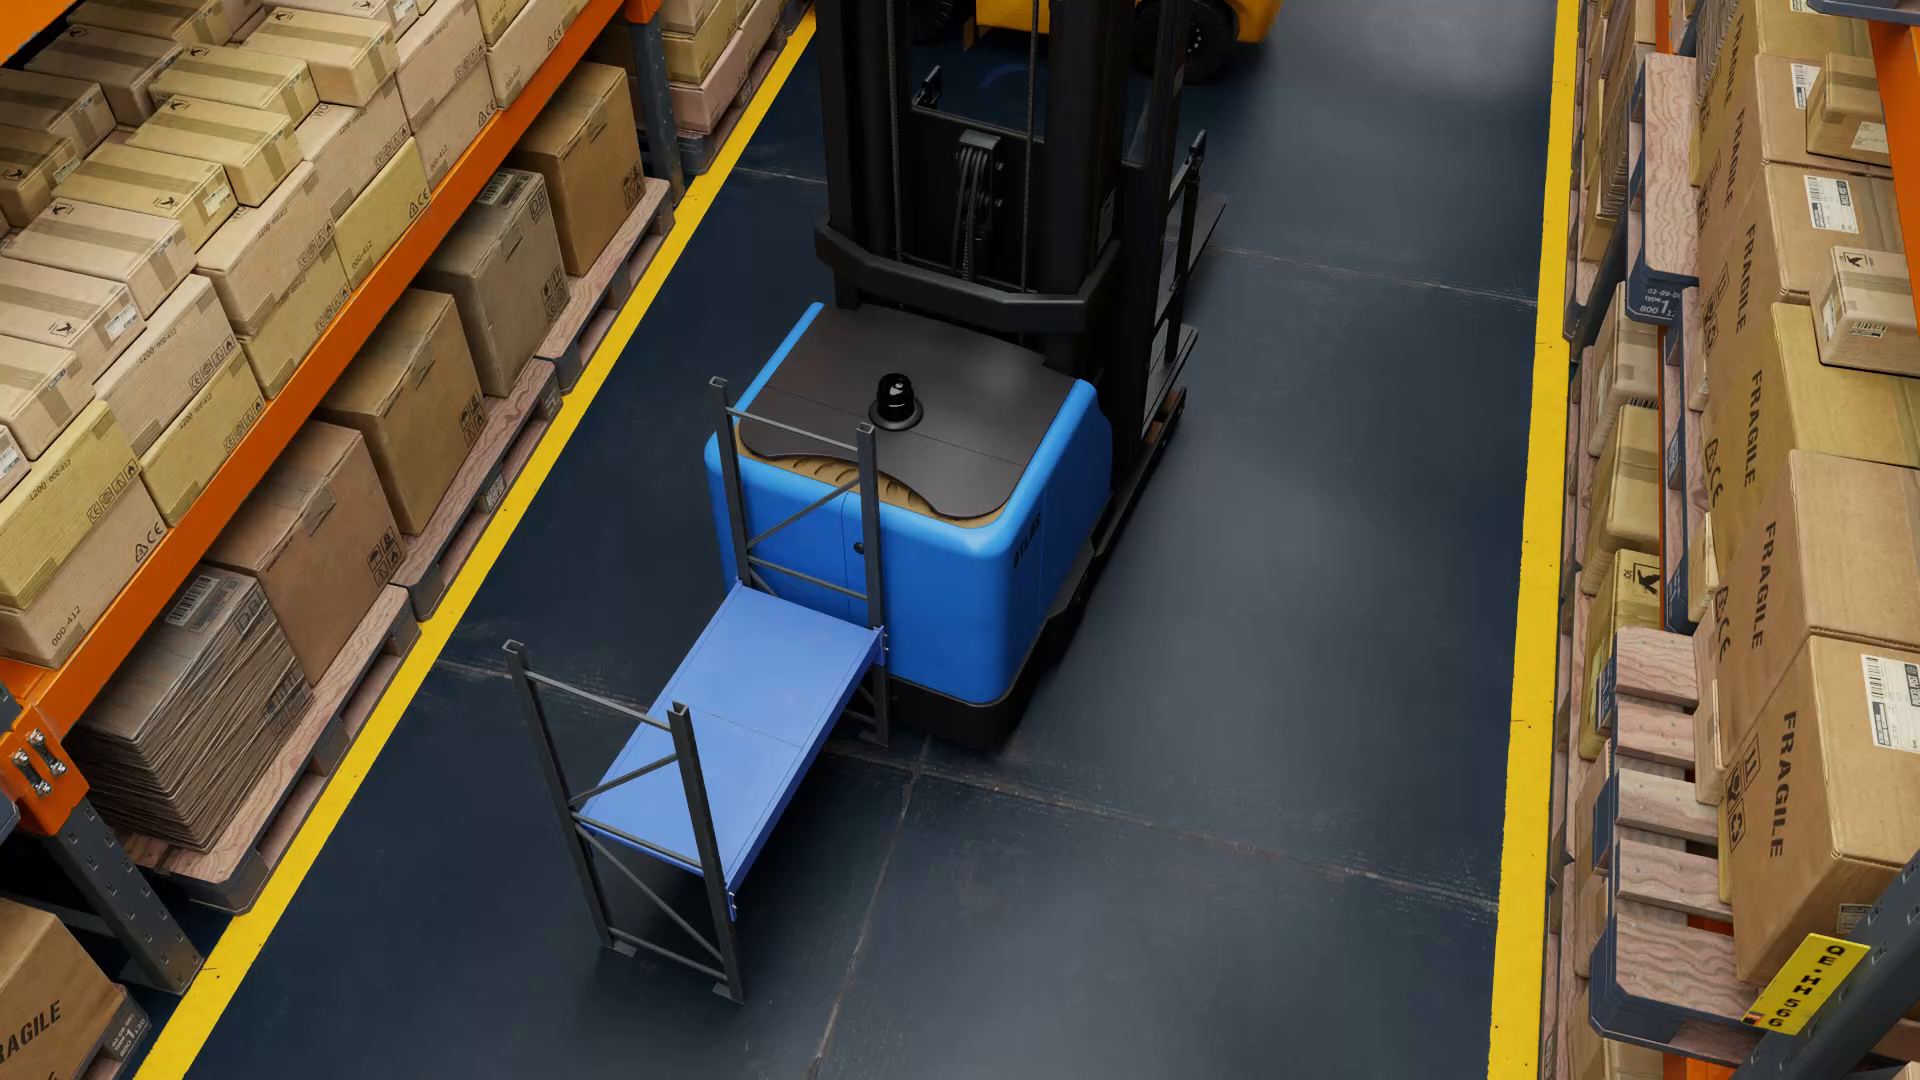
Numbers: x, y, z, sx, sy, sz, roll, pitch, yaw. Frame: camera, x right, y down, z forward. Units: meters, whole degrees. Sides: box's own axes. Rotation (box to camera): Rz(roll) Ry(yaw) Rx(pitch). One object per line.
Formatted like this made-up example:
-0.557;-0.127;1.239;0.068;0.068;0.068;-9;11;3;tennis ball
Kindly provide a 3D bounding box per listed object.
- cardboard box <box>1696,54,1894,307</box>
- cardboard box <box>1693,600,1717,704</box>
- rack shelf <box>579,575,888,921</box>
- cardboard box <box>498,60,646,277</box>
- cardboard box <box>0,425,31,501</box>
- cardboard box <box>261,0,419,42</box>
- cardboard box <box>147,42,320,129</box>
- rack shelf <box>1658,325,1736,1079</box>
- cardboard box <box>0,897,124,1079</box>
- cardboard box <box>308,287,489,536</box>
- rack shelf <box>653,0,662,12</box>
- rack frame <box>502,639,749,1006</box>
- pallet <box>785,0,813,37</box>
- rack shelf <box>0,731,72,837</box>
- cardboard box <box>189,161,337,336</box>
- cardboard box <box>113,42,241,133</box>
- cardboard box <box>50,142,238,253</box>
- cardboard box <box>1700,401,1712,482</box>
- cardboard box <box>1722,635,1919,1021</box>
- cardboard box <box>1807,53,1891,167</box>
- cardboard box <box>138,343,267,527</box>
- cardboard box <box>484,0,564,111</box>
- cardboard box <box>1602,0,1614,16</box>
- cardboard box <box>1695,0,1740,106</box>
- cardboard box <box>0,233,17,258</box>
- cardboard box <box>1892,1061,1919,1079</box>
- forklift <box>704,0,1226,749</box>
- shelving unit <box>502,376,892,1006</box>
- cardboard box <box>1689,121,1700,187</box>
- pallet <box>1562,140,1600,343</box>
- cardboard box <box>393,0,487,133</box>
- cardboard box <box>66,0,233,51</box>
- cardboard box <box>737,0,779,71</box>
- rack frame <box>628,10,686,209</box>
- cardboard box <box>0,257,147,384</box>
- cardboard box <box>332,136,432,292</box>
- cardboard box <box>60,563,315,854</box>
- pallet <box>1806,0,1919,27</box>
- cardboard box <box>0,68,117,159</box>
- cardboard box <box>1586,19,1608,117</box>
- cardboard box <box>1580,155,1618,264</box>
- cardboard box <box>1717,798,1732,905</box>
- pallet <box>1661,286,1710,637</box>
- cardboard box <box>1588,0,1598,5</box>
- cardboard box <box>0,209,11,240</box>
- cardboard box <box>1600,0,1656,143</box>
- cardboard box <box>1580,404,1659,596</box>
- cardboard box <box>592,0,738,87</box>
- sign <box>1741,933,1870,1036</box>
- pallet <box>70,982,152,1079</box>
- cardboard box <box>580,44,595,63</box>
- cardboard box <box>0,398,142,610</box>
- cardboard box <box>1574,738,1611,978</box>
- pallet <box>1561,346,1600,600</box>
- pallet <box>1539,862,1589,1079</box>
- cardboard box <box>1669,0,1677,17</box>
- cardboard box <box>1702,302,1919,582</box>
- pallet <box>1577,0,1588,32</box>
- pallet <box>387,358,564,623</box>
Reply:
2.353;-0.940;4.534;0.500;0.500;0.500;11;50;10;cardboard box
1.932;0.305;3.868;0.380;0.149;0.250;9;49;8;cardboard box
-0.669;0.591;4.968;0.538;0.185;1.000;18;51;15;rack shelf
-1.888;-1.620;6.983;0.875;0.625;0.625;14;50;12;cardboard box
-2.446;-0.173;3.903;0.380;0.149;0.250;13;50;11;cardboard box
-1.945;-1.673;5.227;0.380;0.149;0.250;12;50;10;cardboard box
-2.142;-1.316;4.911;0.380;0.149;0.250;12;50;10;cardboard box
2.502;0.015;4.716;1.077;0.370;4.000;12;50;10;rack shelf
-2.718;1.284;4.504;0.500;0.500;0.500;13;50;11;cardboard box
-2.296;-0.516;6.008;0.875;0.625;0.625;10;49;8;cardboard box
-1.235;-3.855;8.131;1.077;0.370;4.000;12;50;10;rack shelf
-0.873;0.821;4.525;0.500;1.500;0.032;18;51;15;rack frame
-1.193;-3.176;8.912;1.003;0.211;1.213;12;50;10;pallet
-3.341;1.932;3.024;1.077;0.370;4.000;12;50;10;rack shelf
-2.174;-0.878;4.791;0.500;0.250;0.500;10;49;9;cardboard box
-2.557;-1.343;5.201;0.500;0.250;0.500;11;49;9;cardboard box
-2.241;-0.937;4.577;0.380;0.149;0.250;12;50;10;cardboard box
2.166;-0.252;4.359;0.380;0.149;0.250;10;49;9;cardboard box
1.827;0.570;3.201;0.500;0.500;0.500;10;49;9;cardboard box
2.376;-1.078;4.223;0.380;0.149;0.250;14;50;12;cardboard box
-2.325;-0.339;4.648;0.500;0.250;0.500;11;49;9;cardboard box
-1.769;-1.816;5.952;0.500;0.250;0.500;11;50;10;cardboard box
3.323;-2.753;7.733;0.500;0.500;0.500;12;50;11;cardboard box
2.628;-1.657;5.167;0.500;0.500;0.500;13;50;11;cardboard box
-2.831;-0.619;4.562;0.500;0.250;0.500;12;50;10;cardboard box
1.610;1.168;2.485;0.500;0.500;0.500;10;49;9;cardboard box
0.250;-1.398;5.529;1.130;2.935;3.031;18;51;15;forklift
-0.669;0.472;4.833;0.538;1.500;1.048;18;51;15;shelving unit
2.504;-1.209;5.204;0.380;0.149;0.250;12;50;11;cardboard box
3.171;-1.239;7.203;1.003;0.211;1.213;12;50;10;pallet
-1.913;-1.614;5.441;0.500;0.250;0.500;12;50;11;cardboard box
-2.507;-1.588;5.152;0.380;0.149;0.250;12;50;10;cardboard box
-1.196;-2.530;8.036;0.500;0.250;0.500;11;49;9;cardboard box
-1.762;-2.646;6.585;1.000;3.000;0.127;12;50;10;rack frame
-2.334;-0.557;4.242;0.380;0.149;0.250;13;50;11;cardboard box
-2.058;-1.088;5.309;0.500;0.250;0.500;13;50;11;cardboard box
-2.637;0.445;5.160;0.875;0.625;0.625;13;50;11;cardboard box
2.493;-1.424;3.630;1.213;0.211;1.003;12;50;10;pallet
-2.710;-1.224;4.831;0.380;0.149;0.250;11;49;9;cardboard box
3.193;-2.133;7.686;0.500;0.250;0.500;12;50;11;cardboard box
2.924;-1.379;7.020;0.500;0.250;0.500;14;50;12;cardboard box
1.835;0.676;3.540;0.380;0.149;0.250;12;50;11;cardboard box
2.457;-0.153;4.512;1.003;0.211;1.213;12;50;10;pallet
3.460;-2.895;8.358;0.500;0.250;0.500;13;50;11;cardboard box
-2.839;-0.854;4.504;0.380;0.149;0.250;11;49;9;cardboard box
3.057;-1.996;7.064;0.500;0.500;0.500;12;50;11;cardboard box
2.706;-0.038;5.756;0.950;0.372;0.625;14;50;12;cardboard box
-1.337;-2.330;7.526;0.500;0.250;0.500;11;50;10;cardboard box
1.449;0.767;2.853;0.100;0.325;0.005;12;50;10;sign
-3.047;1.702;4.607;1.003;0.211;1.213;12;50;10;pallet
-1.831;-2.433;7.617;0.500;0.250;0.500;11;49;9;cardboard box
-2.438;-0.137;4.136;0.500;0.250;0.500;12;50;10;cardboard box
2.320;1.012;4.828;0.950;0.372;0.625;11;49;9;cardboard box
2.825;-0.183;6.271;1.003;0.211;1.213;12;50;10;pallet
2.182;1.582;4.713;1.003;0.211;1.213;12;50;10;pallet
2.878;-2.061;6.236;0.380;0.149;0.250;13;50;11;cardboard box
2.084;-0.172;3.856;0.500;0.500;0.500;9;49;7;cardboard box
3.813;-3.004;8.761;1.003;0.211;1.213;12;50;10;pallet
-2.237;-0.298;6.372;1.003;0.211;1.213;12;50;10;pallet
